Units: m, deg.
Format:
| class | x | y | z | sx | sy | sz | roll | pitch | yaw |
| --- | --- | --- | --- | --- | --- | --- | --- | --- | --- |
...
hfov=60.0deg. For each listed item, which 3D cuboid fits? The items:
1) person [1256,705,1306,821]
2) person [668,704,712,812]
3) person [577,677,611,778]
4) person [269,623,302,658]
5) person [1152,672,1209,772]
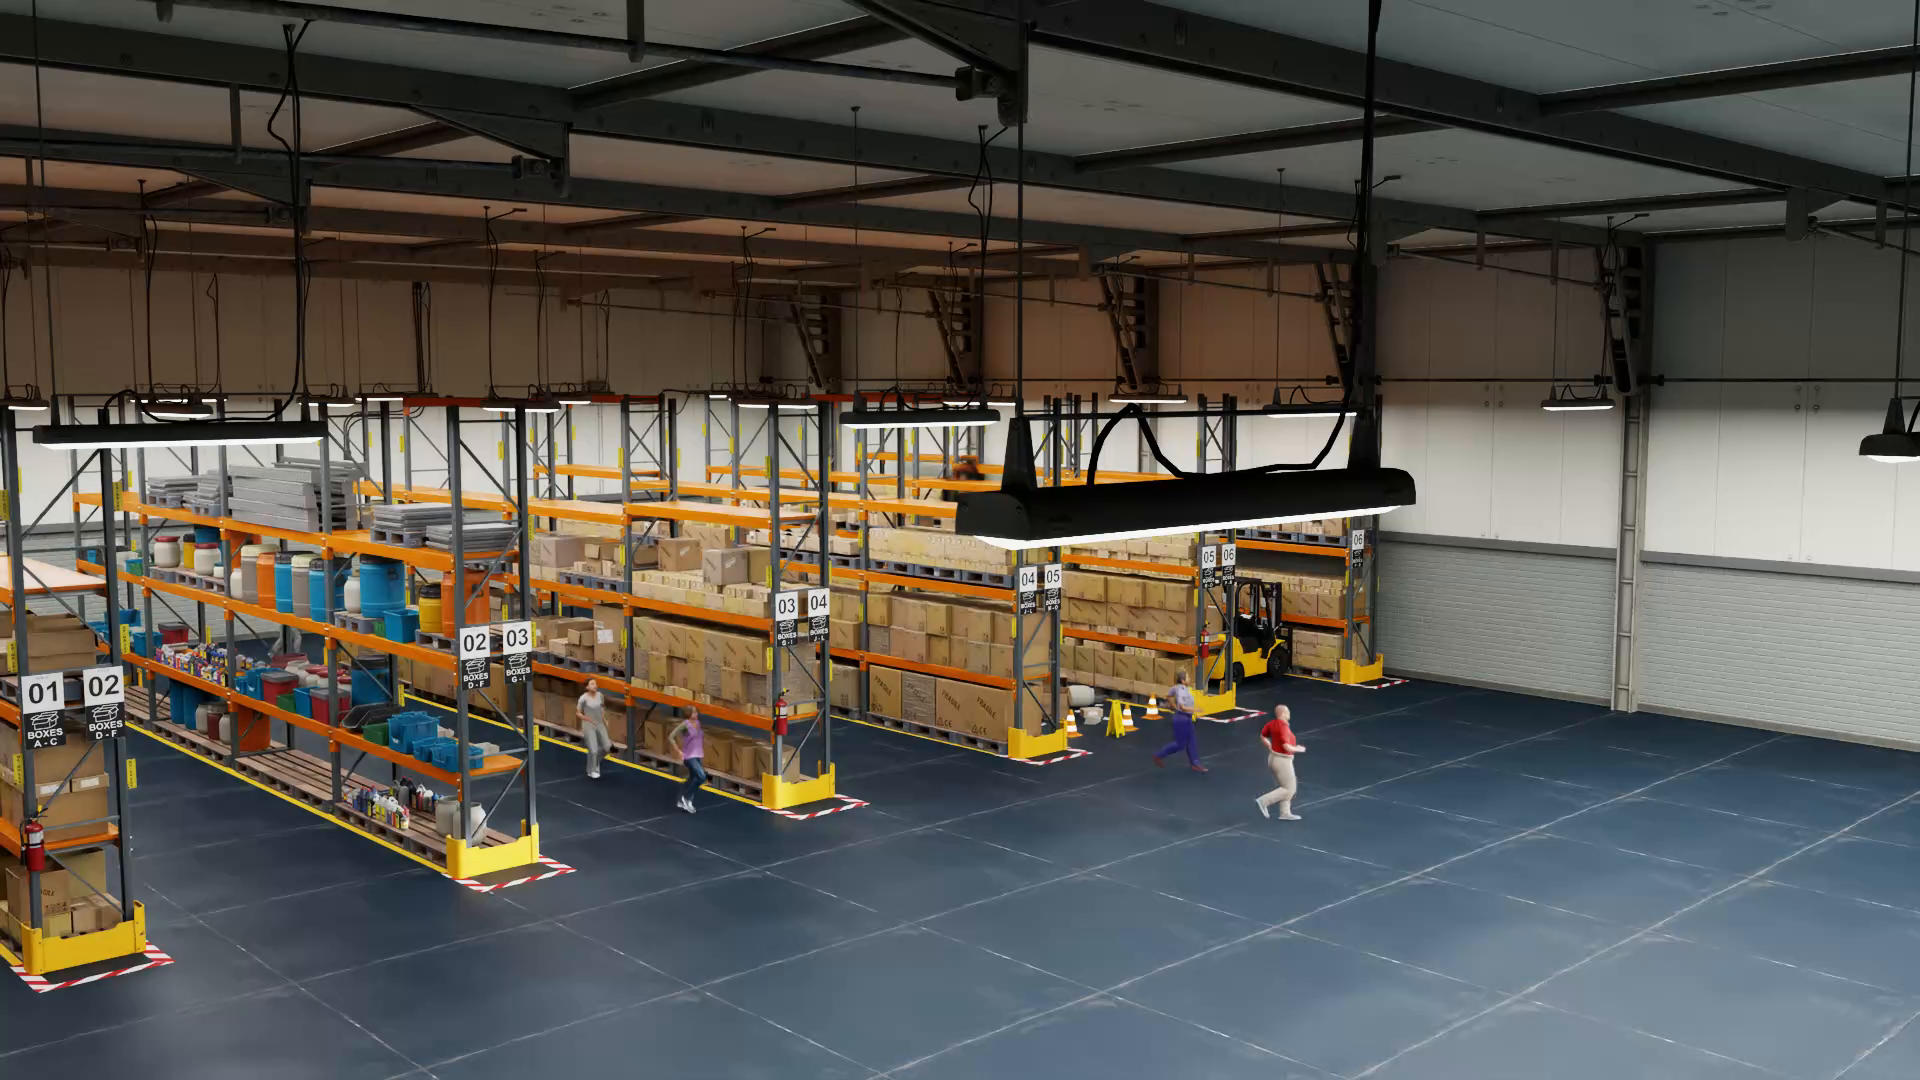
| class | x | y | z | sx | sy | sz | roll | pitch | yaw |
| --- | --- | --- | --- | --- | --- | --- | --- | --- | --- |
| person | 4.553 | 3.190 | 23.778 | 0.741 | 1.691 | 0.668 | -1 | 6 | -13 |
| person | -3.902 | 3.186 | 24.273 | 0.645 | 1.574 | 0.514 | 2 | 6 | 24 |
| person | -5.778 | 2.971 | 26.310 | 0.539 | 1.626 | 0.541 | -5 | 7 | -41 |
| person | -15.042 | 1.870 | 37.134 | 0.789 | 1.837 | 0.630 | -2 | 6 | -22 |
| person | 3.547 | 2.935 | 26.708 | 0.931 | 1.637 | 0.611 | 0 | 6 | 4 |
